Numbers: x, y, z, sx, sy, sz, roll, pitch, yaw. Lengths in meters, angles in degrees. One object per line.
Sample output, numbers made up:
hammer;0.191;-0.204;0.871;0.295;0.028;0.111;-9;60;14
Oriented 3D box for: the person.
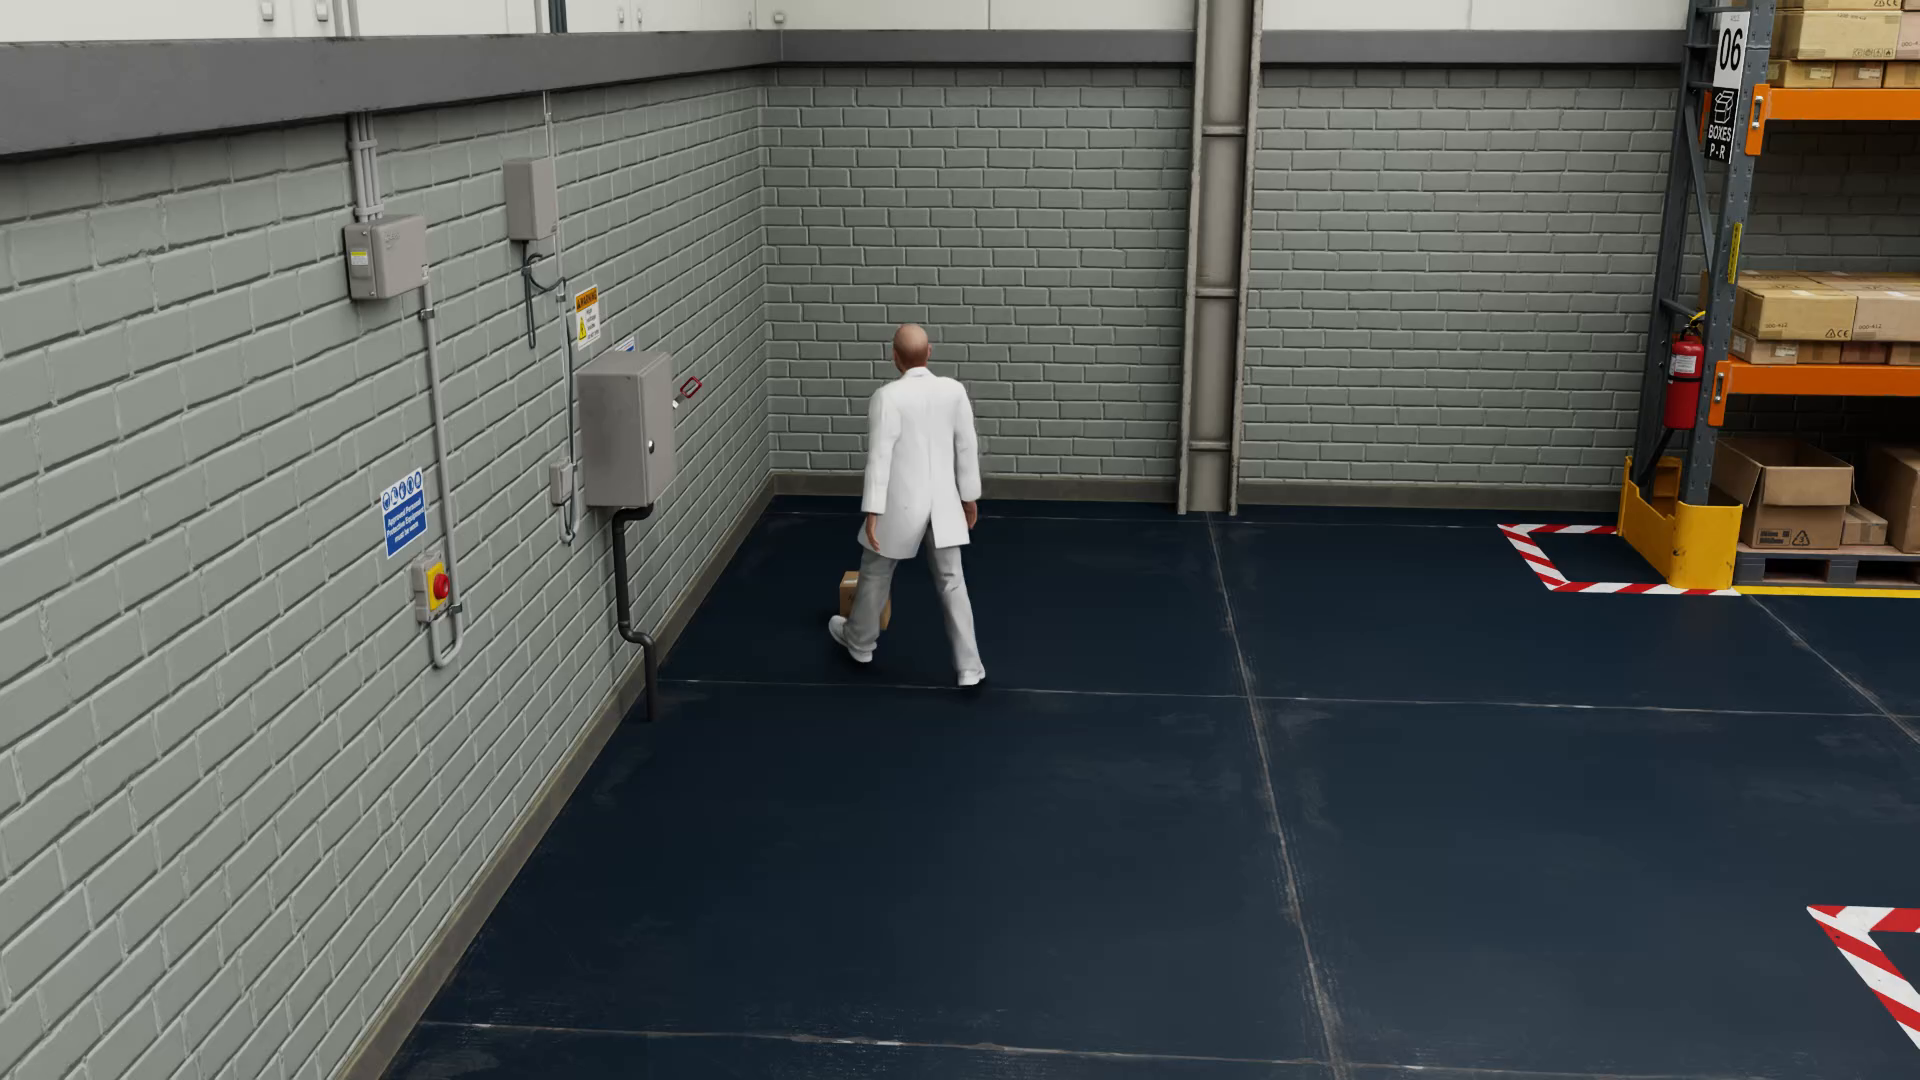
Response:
person;-0.421;-0.227;8.302;0.630;1.773;0.847;-8;19;-24
